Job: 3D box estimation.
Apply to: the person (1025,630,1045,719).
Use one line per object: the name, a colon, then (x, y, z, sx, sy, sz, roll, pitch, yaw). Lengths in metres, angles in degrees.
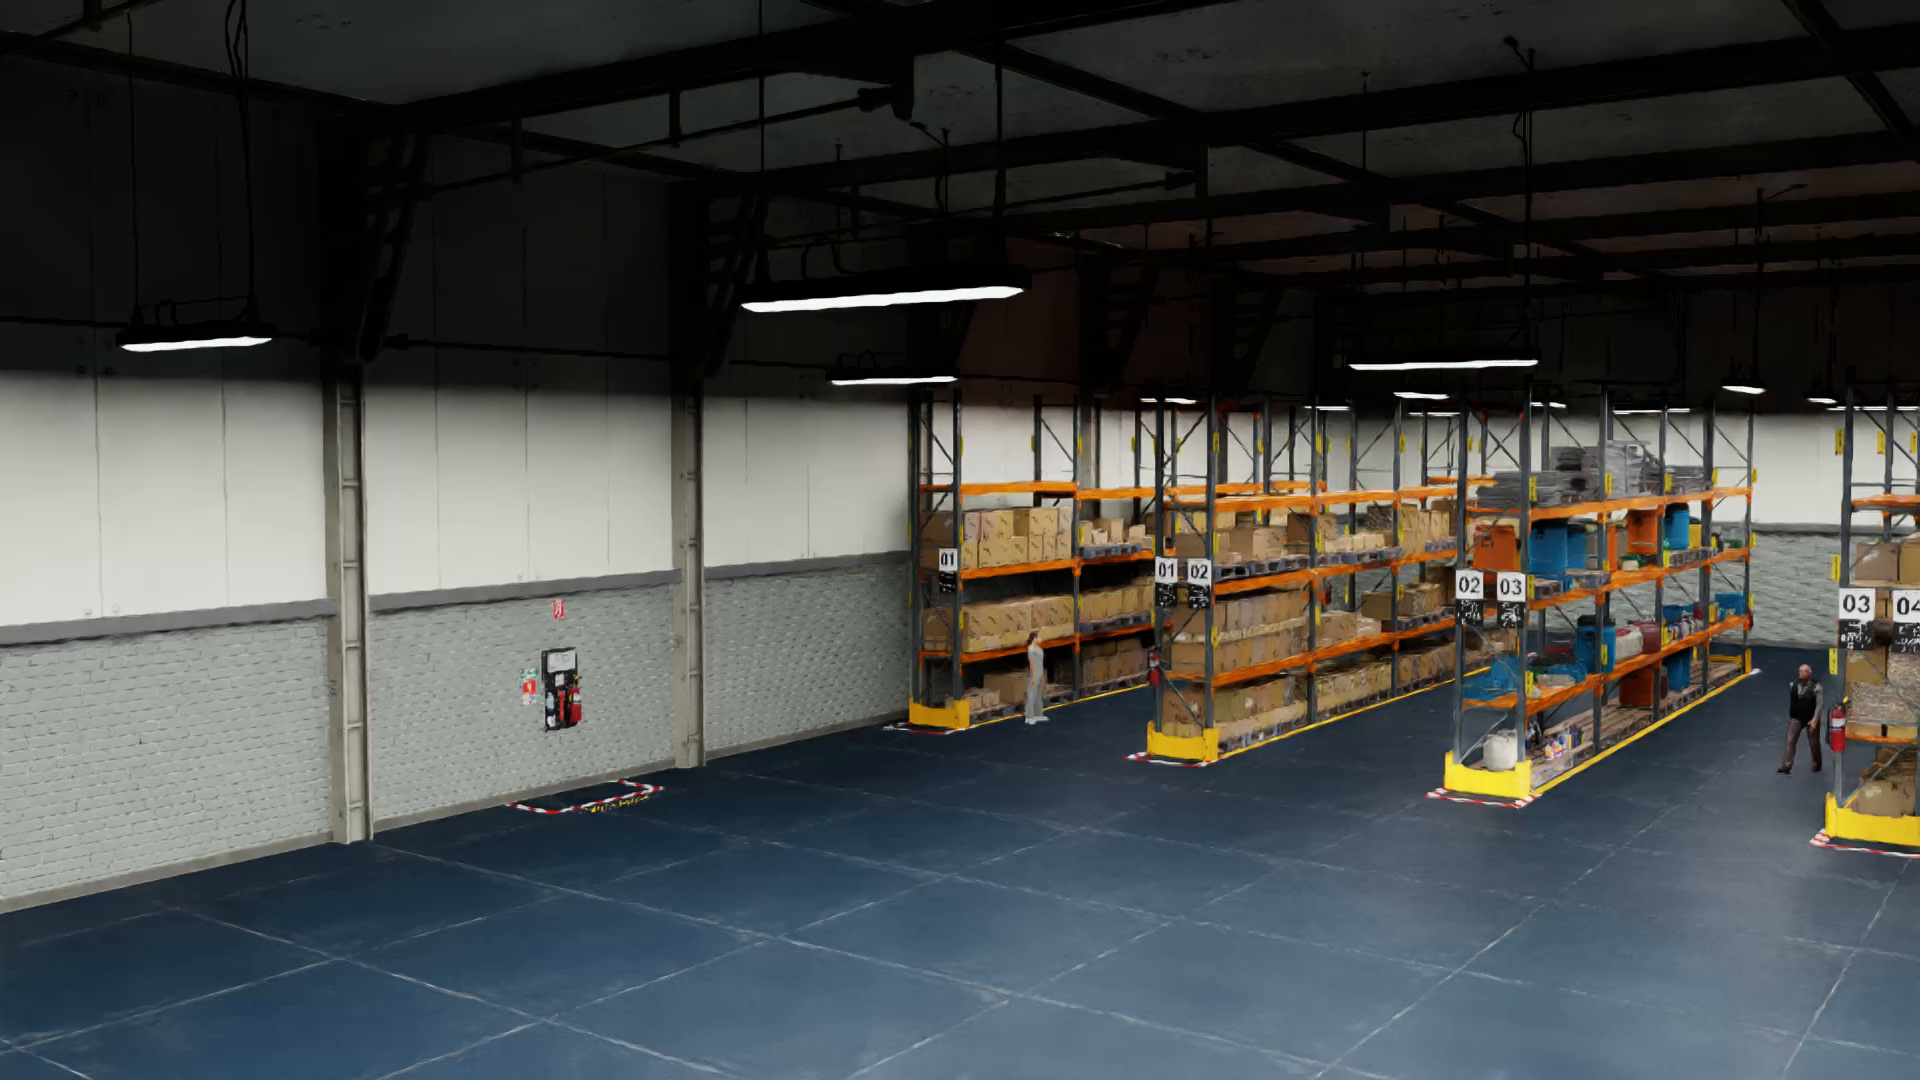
person: (1.355, 2.404, 29.902, 0.333, 1.603, 0.532, 1, 3, 20)

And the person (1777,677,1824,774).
person: (12.821, 2.807, 25.240, 1.019, 1.470, 0.557, -3, 5, -44)
